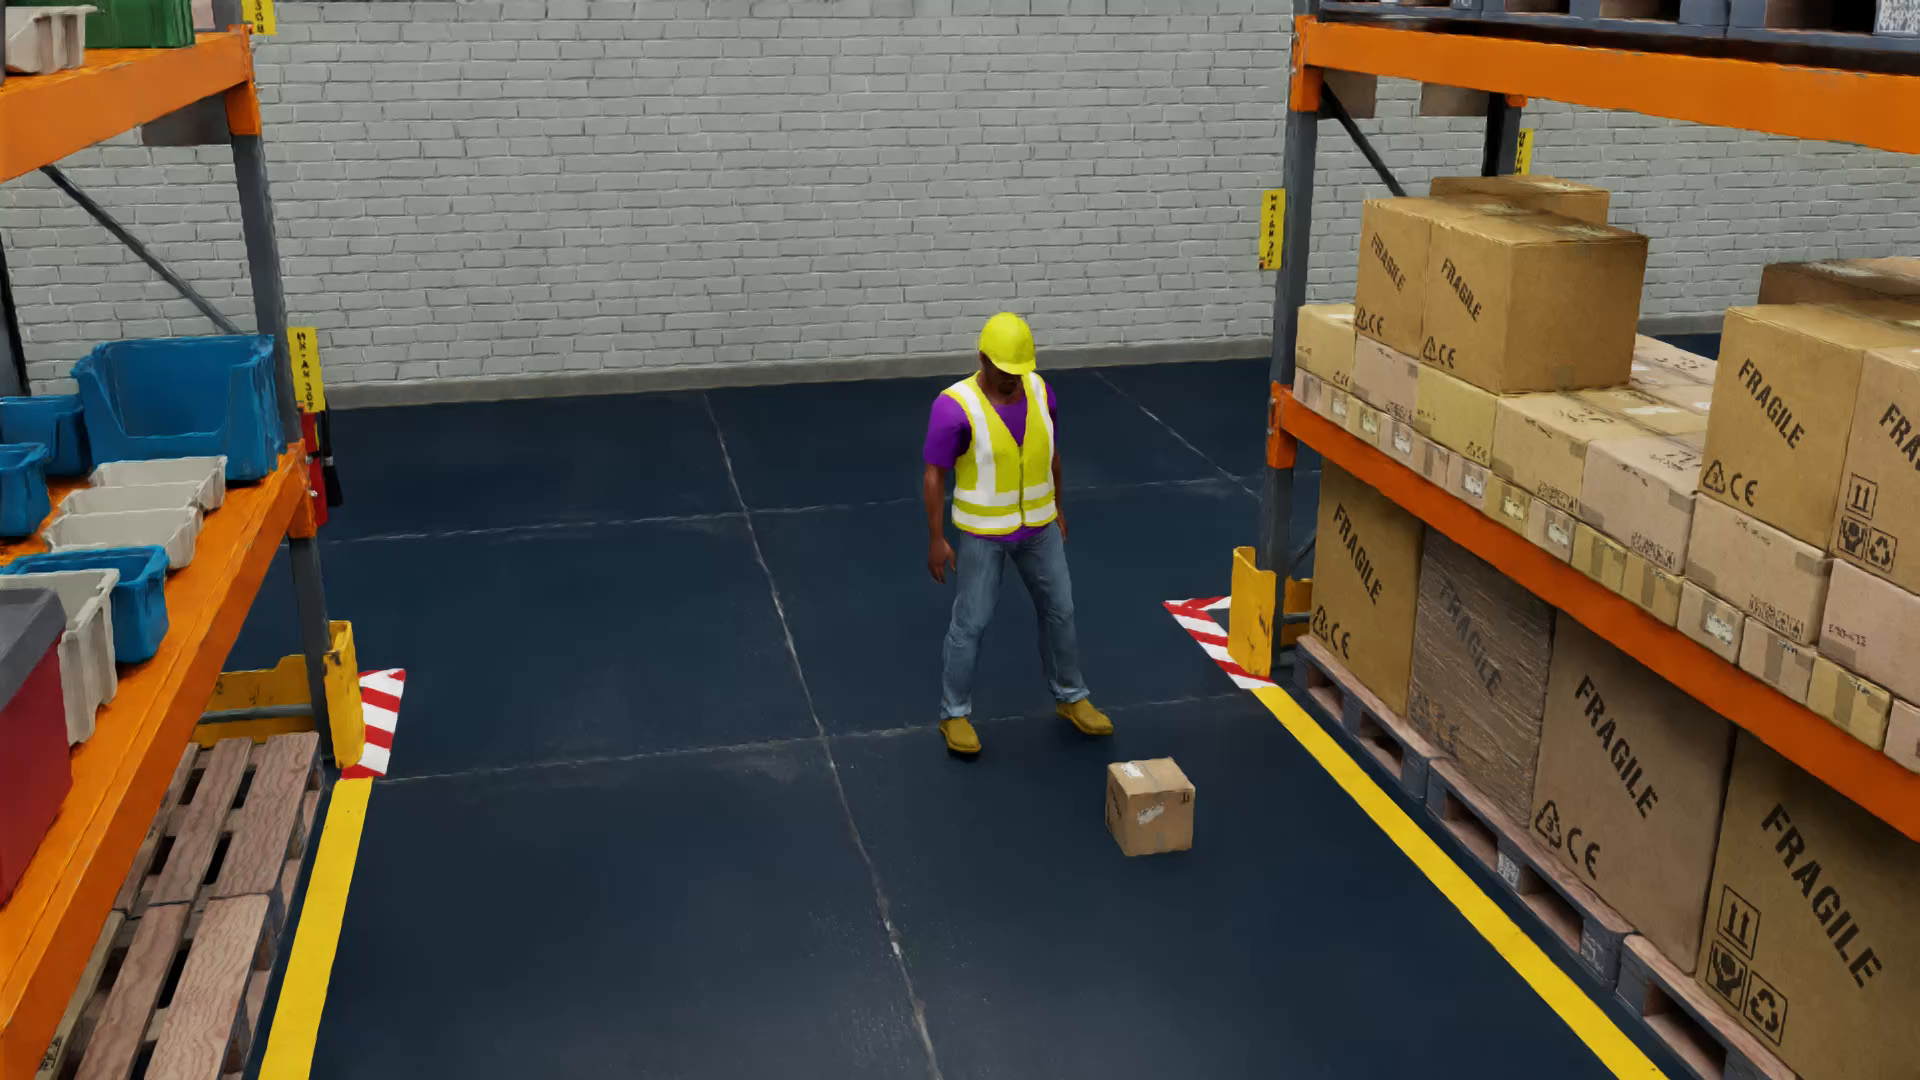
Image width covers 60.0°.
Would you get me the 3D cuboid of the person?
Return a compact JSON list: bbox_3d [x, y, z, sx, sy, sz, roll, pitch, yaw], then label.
[{"bbox_3d":[0.232,-0.034,6.570,0.719,1.759,0.465,-10,22,-26],"label":"person"}]
